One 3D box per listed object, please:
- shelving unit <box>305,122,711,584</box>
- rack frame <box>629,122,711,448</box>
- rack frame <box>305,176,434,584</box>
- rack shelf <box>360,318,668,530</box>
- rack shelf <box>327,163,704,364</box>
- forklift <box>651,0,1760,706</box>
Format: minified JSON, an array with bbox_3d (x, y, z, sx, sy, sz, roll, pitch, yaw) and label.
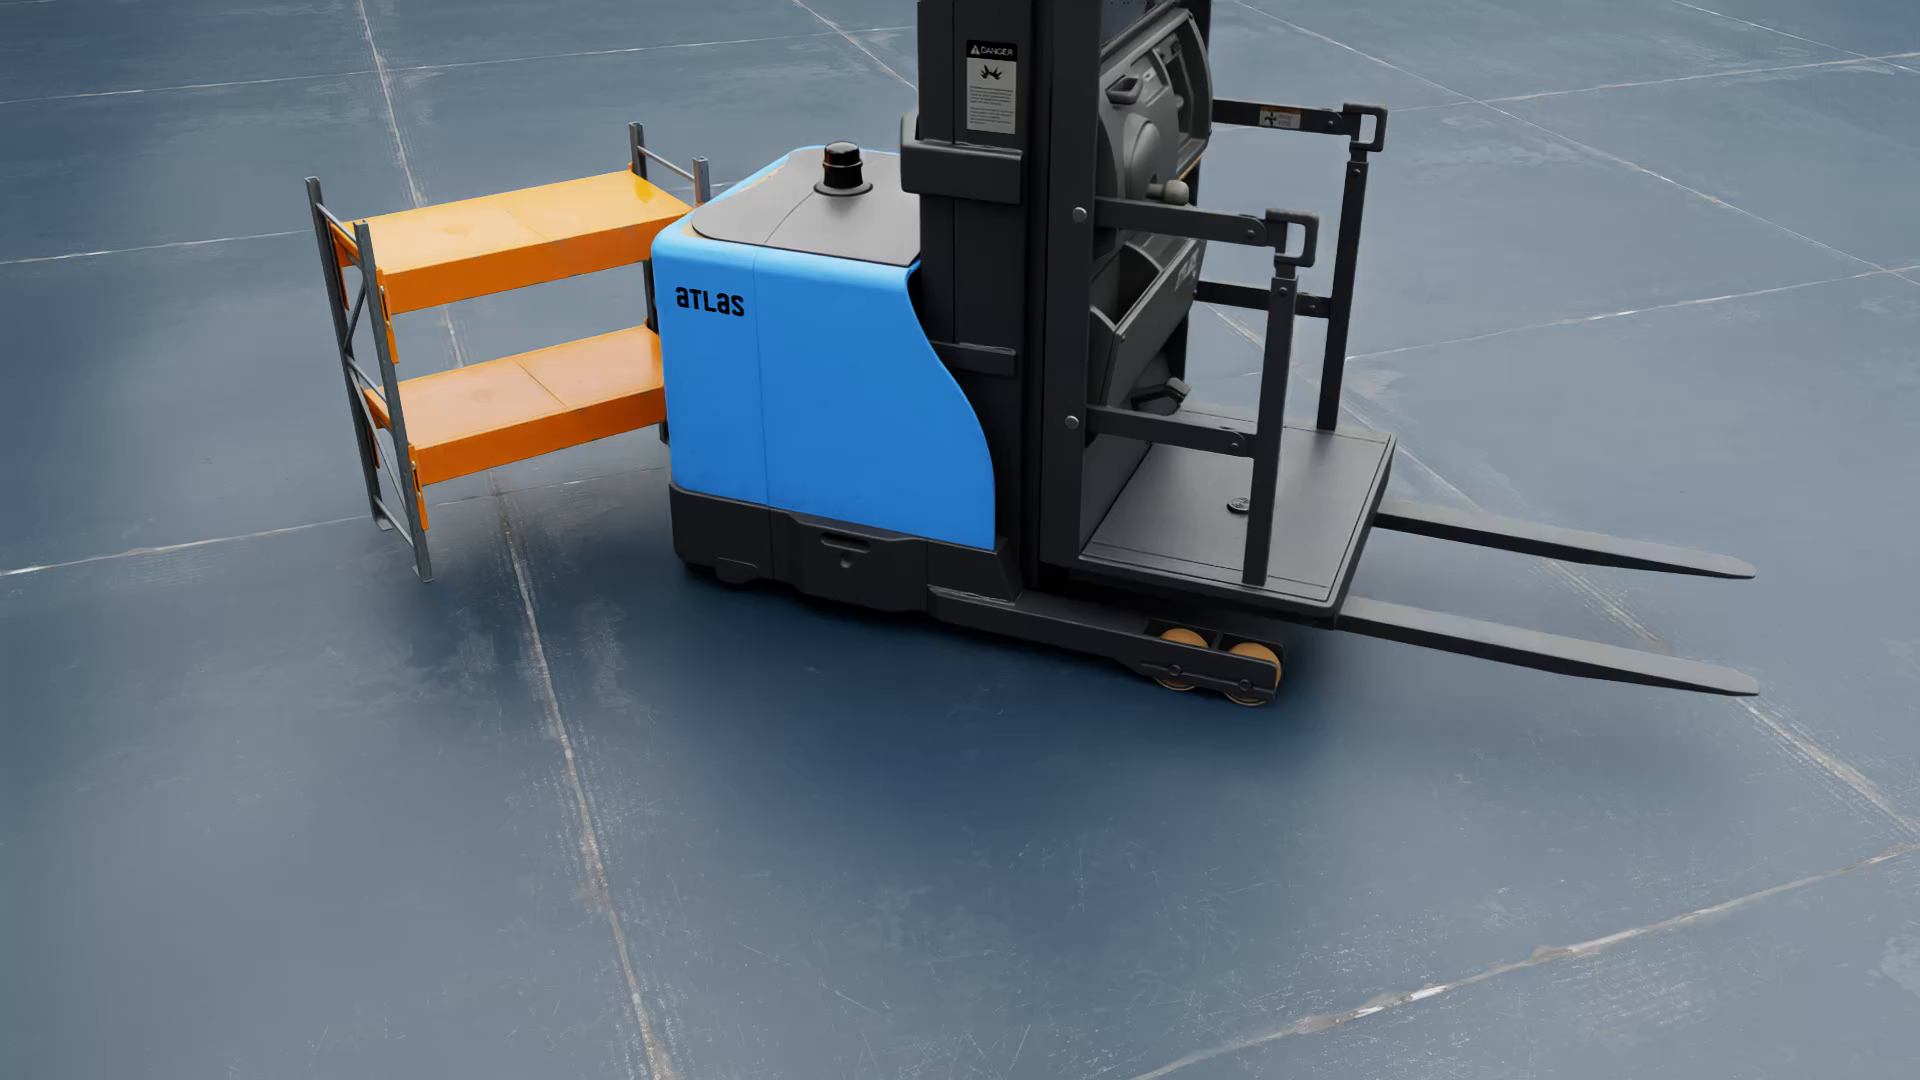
[{"bbox_3d":[-1.326,-0.605,5.175,1.048,1.125,0.538,-19,35,-29],"label":"shelving unit"},{"bbox_3d":[-0.907,-0.747,5.425,0.032,1.125,0.500,-19,35,-29],"label":"rack frame"},{"bbox_3d":[-1.746,-0.463,4.926,0.032,1.125,0.500,-19,35,-29],"label":"rack frame"},{"bbox_3d":[-1.326,-0.392,5.296,1.000,0.278,0.538,-19,35,-29],"label":"rack shelf"},{"bbox_3d":[-1.326,-0.859,5.030,1.000,0.278,0.538,-19,35,-29],"label":"rack shelf"},{"bbox_3d":[0.701,-1.126,4.266,3.031,2.935,1.130,11,31,19],"label":"forklift"}]
